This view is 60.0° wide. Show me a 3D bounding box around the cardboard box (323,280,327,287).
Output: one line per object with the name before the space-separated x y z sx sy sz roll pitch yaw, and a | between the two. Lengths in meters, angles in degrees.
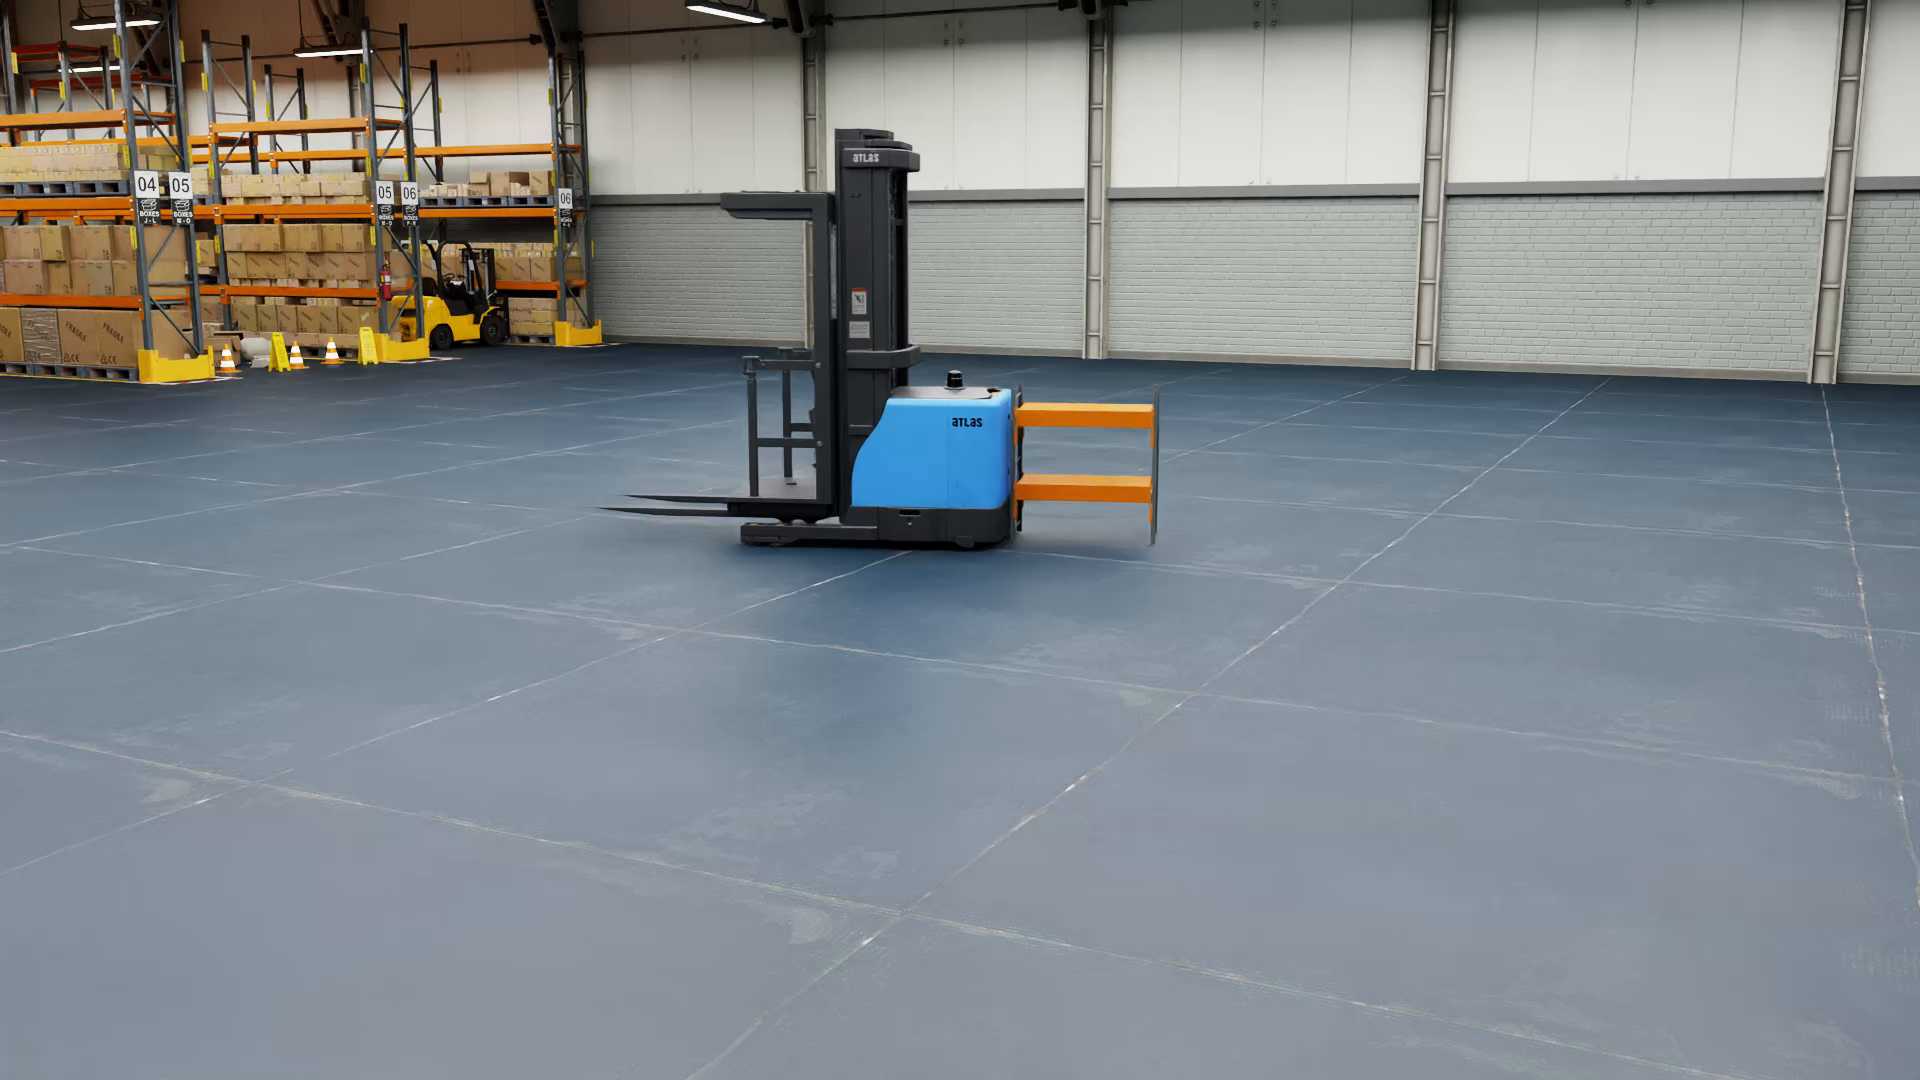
cardboard box | -11.561 -4.753 30.777 0.250 0.149 0.380 5 11 27

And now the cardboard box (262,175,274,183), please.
cardboard box | -12.724 -6.706 30.906 0.250 0.149 0.380 5 11 24

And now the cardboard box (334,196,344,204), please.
cardboard box | -11.127 -6.174 30.206 0.250 0.149 0.380 5 12 28

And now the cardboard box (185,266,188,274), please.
cardboard box | -14.869 -5.231 32.235 0.250 0.149 0.380 5 11 25

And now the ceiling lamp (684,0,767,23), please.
ceiling lamp | -3.652 -10.266 27.297 0.800 3.185 2.000 5 11 26

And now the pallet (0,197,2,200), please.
pallet | -16.753 -5.761 27.752 1.217 0.209 0.805 5 11 24

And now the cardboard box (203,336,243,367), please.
cardboard box | -12.918 -3.303 29.070 0.637 0.503 0.797 -2 11 -14

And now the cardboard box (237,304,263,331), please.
cardboard box | -13.400 -4.246 31.704 0.500 0.500 0.500 6 12 29

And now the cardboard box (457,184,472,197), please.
cardboard box | -10.420 -7.406 35.224 0.258 0.266 0.396 5 11 24

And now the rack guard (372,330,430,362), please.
rack guard | -10.290 -3.574 30.572 0.348 0.500 1.175 5 11 26

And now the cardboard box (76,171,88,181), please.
cardboard box | -13.453 -5.640 25.791 0.250 0.149 0.380 5 11 26

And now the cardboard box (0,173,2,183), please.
cardboard box | -15.277 -5.800 26.676 0.250 0.149 0.380 5 11 26

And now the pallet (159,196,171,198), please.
pallet | -15.247 -6.643 32.620 1.003 0.211 1.213 5 11 26

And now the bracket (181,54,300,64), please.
bracket | -16.475 -11.165 38.544 4.783 0.066 0.076 5 11 26

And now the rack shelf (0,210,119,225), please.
rack shelf | -19.190 -6.708 34.468 4.000 0.370 1.077 5 11 26

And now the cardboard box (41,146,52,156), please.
cardboard box | -14.142 -6.092 26.054 0.250 0.149 0.380 5 11 26

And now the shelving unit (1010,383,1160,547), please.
shelving unit | 0.920 -0.563 12.181 1.048 1.125 0.538 1 10 8

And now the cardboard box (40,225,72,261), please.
cardboard box | -14.146 -4.755 26.629 0.500 0.550 0.875 5 11 26

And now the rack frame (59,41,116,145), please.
rack frame | -17.396 -8.380 33.266 0.127 3.000 1.000 5 11 26

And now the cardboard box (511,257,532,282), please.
cardboard box | -9.048 -5.679 34.906 0.500 0.500 0.500 5 12 28

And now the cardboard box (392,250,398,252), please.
cardboard box | -12.260 -6.283 36.423 0.250 0.149 0.380 5 11 25

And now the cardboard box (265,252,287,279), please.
cardboard box | -12.633 -5.152 31.157 0.500 0.500 0.500 5 11 25

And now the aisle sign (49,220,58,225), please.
aisle sign | -22.569 -8.089 41.204 0.004 0.787 0.394 5 11 26

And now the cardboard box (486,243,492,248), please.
cardboard box | -9.822 -6.220 35.238 0.250 0.149 0.380 5 11 27

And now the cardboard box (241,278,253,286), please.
cardboard box | -13.419 -4.902 31.596 0.250 0.149 0.380 5 12 27

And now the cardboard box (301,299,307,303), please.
cardboard box | -14.650 -5.208 38.072 0.625 0.625 0.875 5 12 28

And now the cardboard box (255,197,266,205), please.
cardboard box | -12.950 -6.344 31.144 0.250 0.149 0.380 5 12 28

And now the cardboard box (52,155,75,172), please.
cardboard box | -13.782 -5.877 25.982 0.500 0.250 0.500 5 11 25

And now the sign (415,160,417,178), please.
sign | -9.982 -6.791 30.451 0.005 0.325 0.100 5 11 26

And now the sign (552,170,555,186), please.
sign | -8.282 -7.378 33.887 0.005 0.325 0.100 5 11 26

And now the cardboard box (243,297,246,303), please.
cardboard box | -16.450 -5.588 38.701 0.250 0.149 0.380 5 12 27

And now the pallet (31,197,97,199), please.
pallet | -17.997 -6.853 33.783 1.003 0.211 1.213 6 12 28

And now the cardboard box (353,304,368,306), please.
cardboard box | -11.316 -4.170 31.286 0.500 0.500 0.500 5 11 24

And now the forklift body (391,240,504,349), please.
forklift body | -10.537 -5.031 33.990 1.214 2.155 2.313 5 11 26

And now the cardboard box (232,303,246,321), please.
cardboard box | -16.592 -5.279 38.814 0.500 0.500 0.500 6 12 28

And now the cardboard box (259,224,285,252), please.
cardboard box | -12.624 -5.644 31.067 0.500 0.500 0.700 5 11 25

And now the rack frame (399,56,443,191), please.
rack frame | -11.616 -8.858 35.906 0.127 3.000 1.000 5 11 26

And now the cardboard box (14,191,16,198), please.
cardboard box | -19.105 -7.253 33.998 0.500 0.500 0.500 5 11 26

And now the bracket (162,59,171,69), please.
bracket | -18.801 -11.369 39.673 0.430 0.232 0.235 5 11 26

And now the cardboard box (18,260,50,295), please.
cardboard box | -14.637 -4.260 26.924 0.550 0.550 0.875 5 11 26

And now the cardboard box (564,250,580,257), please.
cardboard box | -8.219 -6.027 35.008 0.250 0.149 0.380 5 11 24

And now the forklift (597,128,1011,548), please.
forklift | -1.143 -1.482 12.190 3.031 2.935 1.130 1 10 8

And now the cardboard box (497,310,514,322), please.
cardboard box | -9.521 -4.757 35.232 0.500 0.250 0.500 5 11 25

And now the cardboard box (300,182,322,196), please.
cardboard box | -11.718 -6.424 30.463 0.500 0.250 0.500 5 12 27

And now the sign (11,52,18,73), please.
sign | -15.641 -7.891 27.494 0.005 0.325 0.100 5 11 26

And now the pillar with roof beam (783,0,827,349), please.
pillar with roof beam | -4.779 -7.581 28.851 0.548 9.000 9.100 5 11 26

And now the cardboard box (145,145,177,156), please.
cardboard box | -12.480 -6.077 25.969 0.250 0.149 0.380 5 11 26

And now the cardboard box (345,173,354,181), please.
cardboard box | -10.870 -6.548 30.034 0.250 0.149 0.380 5 12 27

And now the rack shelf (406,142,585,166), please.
rack shelf | -9.823 -8.150 35.135 4.000 0.370 1.077 5 11 26

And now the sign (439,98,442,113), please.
sign | -11.349 -9.482 36.288 0.005 0.325 0.100 5 11 26
